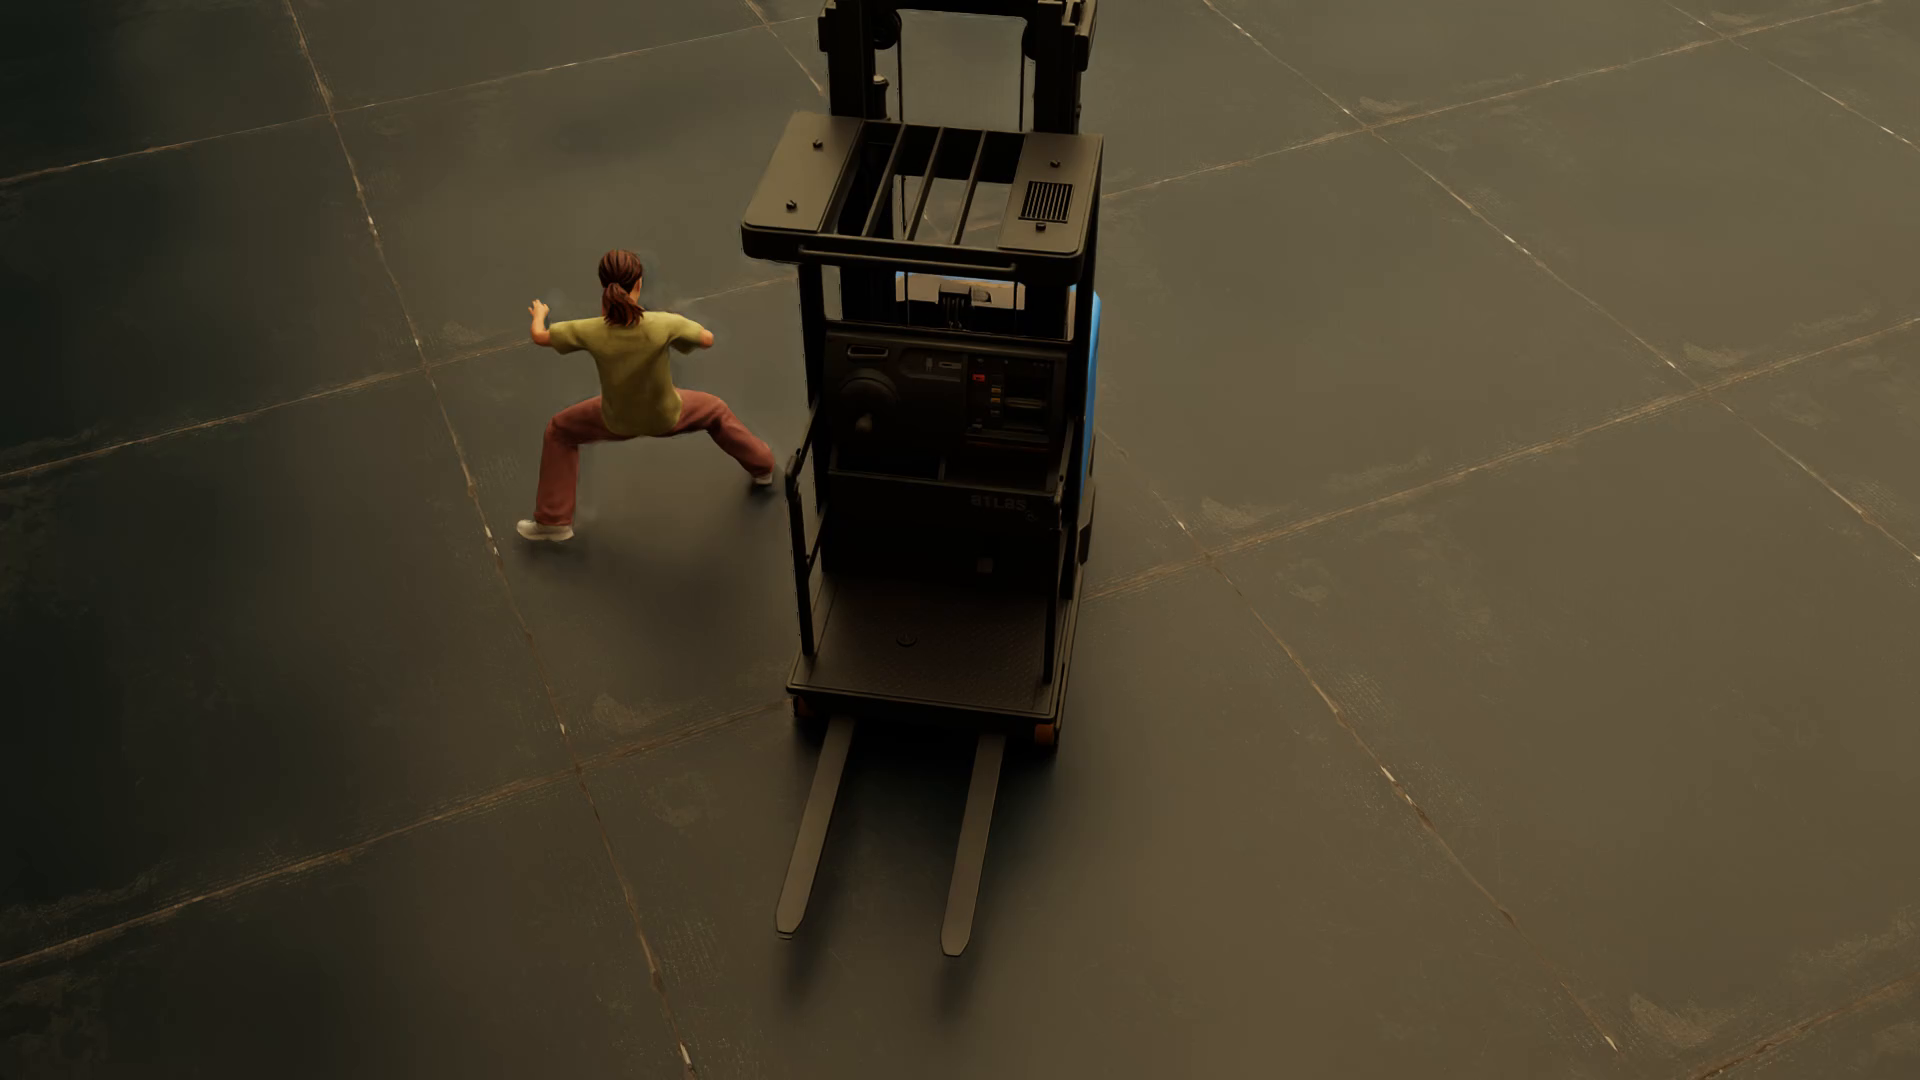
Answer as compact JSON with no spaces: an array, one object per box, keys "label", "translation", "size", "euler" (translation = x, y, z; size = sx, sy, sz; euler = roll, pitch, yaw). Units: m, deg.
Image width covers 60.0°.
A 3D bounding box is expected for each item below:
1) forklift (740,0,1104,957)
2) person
[{"label":"forklift","translation":[-0.093,-0.482,6.196],"size":[1.130,2.935,3.031],"euler":[6,43,7]},{"label":"person","translation":[-1.493,-0.711,7.530],"size":[1.222,1.474,0.679],"euler":[-5,43,-6]}]
